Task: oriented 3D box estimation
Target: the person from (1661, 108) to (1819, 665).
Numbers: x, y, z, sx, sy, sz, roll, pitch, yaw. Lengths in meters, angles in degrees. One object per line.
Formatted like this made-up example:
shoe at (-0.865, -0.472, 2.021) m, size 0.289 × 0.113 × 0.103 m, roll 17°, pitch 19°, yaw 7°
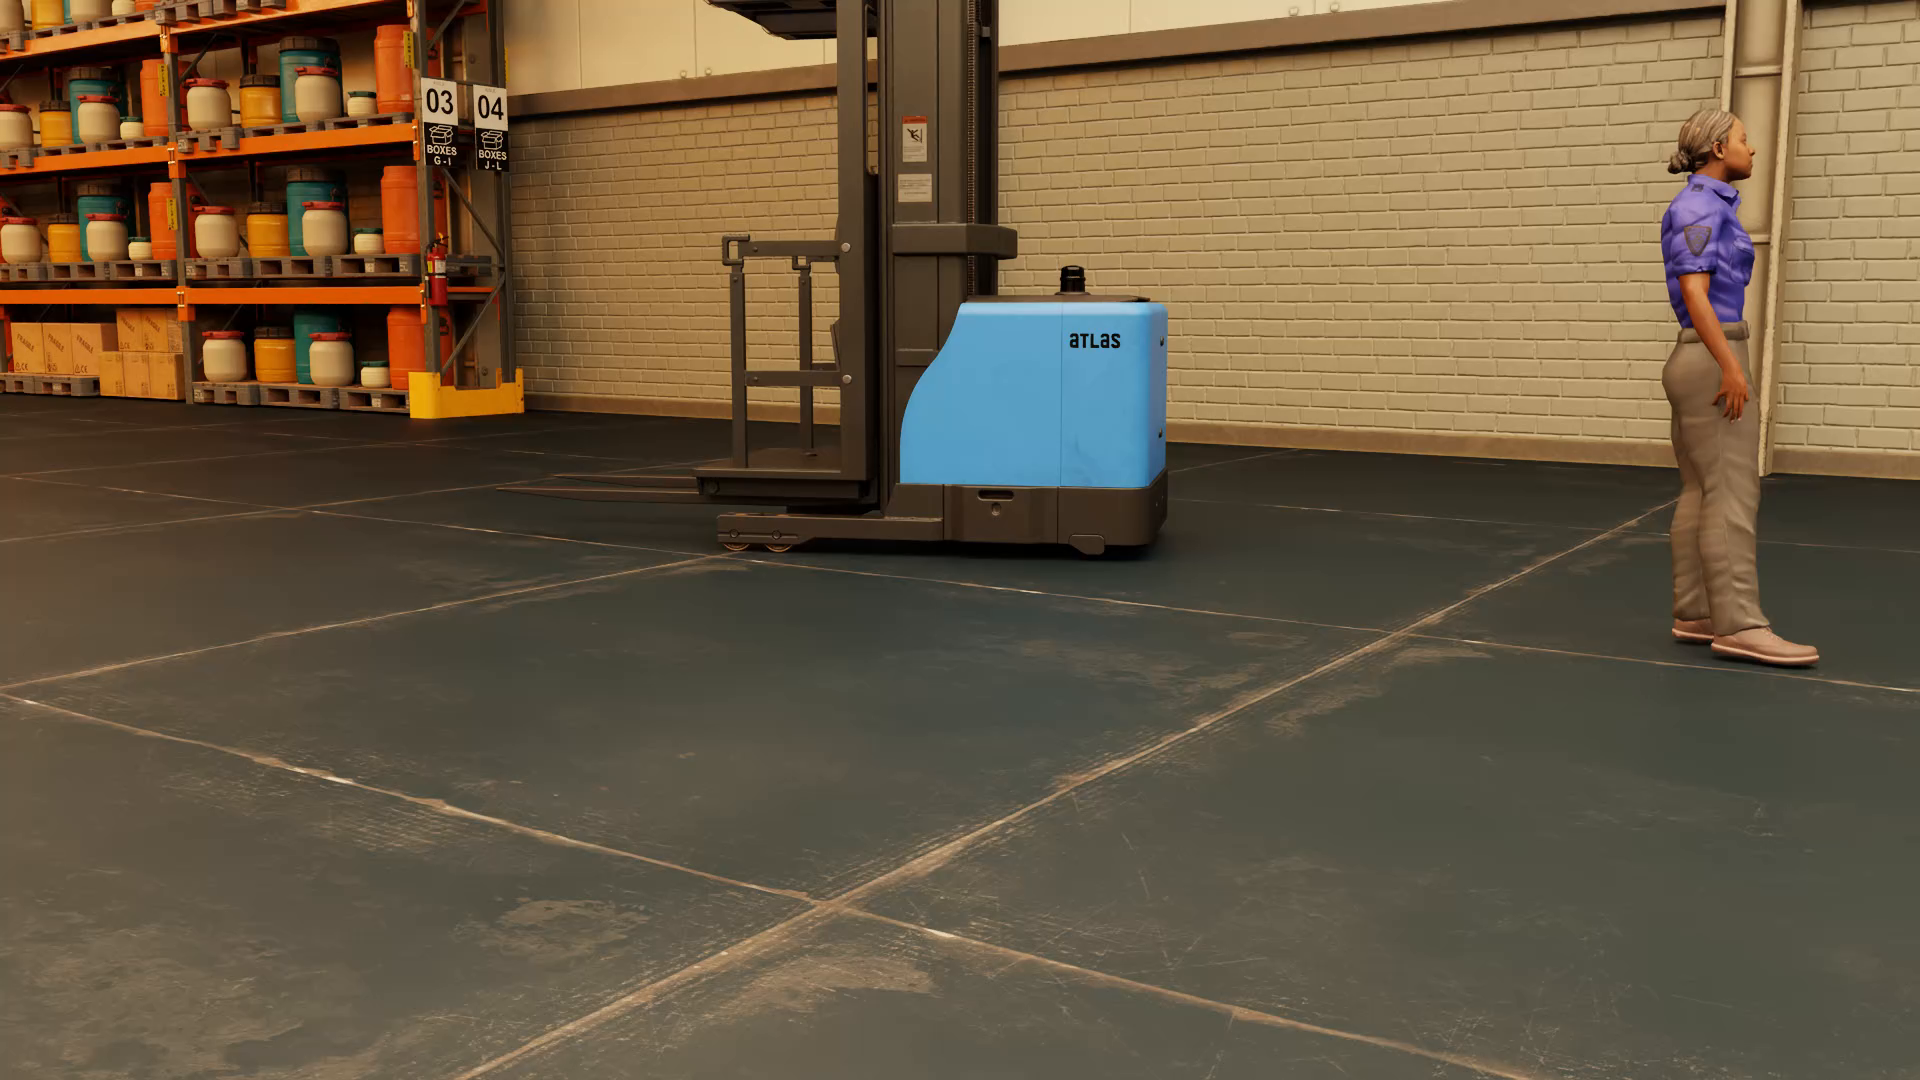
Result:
person at (2.402, -0.490, 5.117) m, size 0.503 × 1.656 × 0.569 m, roll 3°, pitch 9°, yaw 23°

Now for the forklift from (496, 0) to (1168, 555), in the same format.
forklift at (-0.596, -1.469, 7.520) m, size 3.031 × 2.935 × 1.130 m, roll 2°, pitch 8°, yaw 12°
